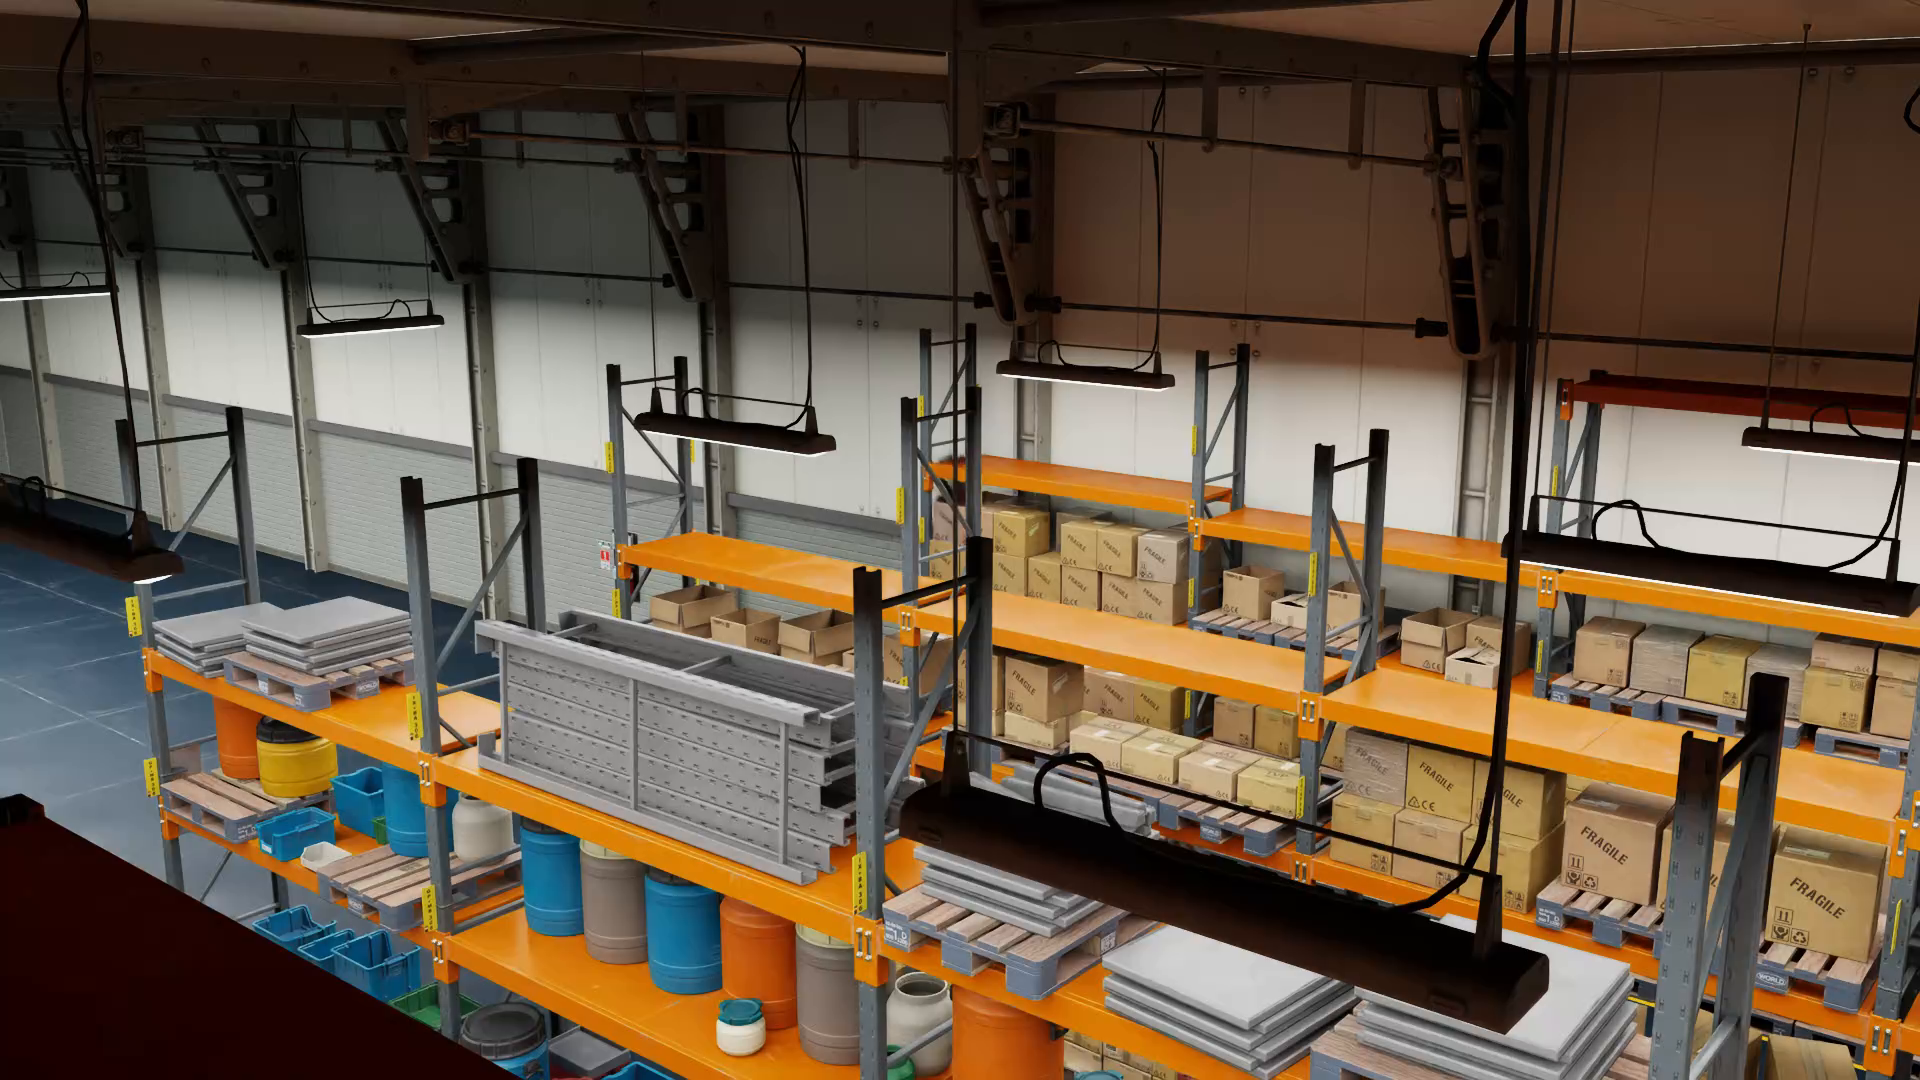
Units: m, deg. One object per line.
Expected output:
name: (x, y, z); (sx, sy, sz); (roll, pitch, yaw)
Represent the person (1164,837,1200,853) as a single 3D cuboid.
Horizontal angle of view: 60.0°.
person: (2.418, 3.236, 18.152); (0.411, 1.697, 0.508); (-7, 14, -29)
